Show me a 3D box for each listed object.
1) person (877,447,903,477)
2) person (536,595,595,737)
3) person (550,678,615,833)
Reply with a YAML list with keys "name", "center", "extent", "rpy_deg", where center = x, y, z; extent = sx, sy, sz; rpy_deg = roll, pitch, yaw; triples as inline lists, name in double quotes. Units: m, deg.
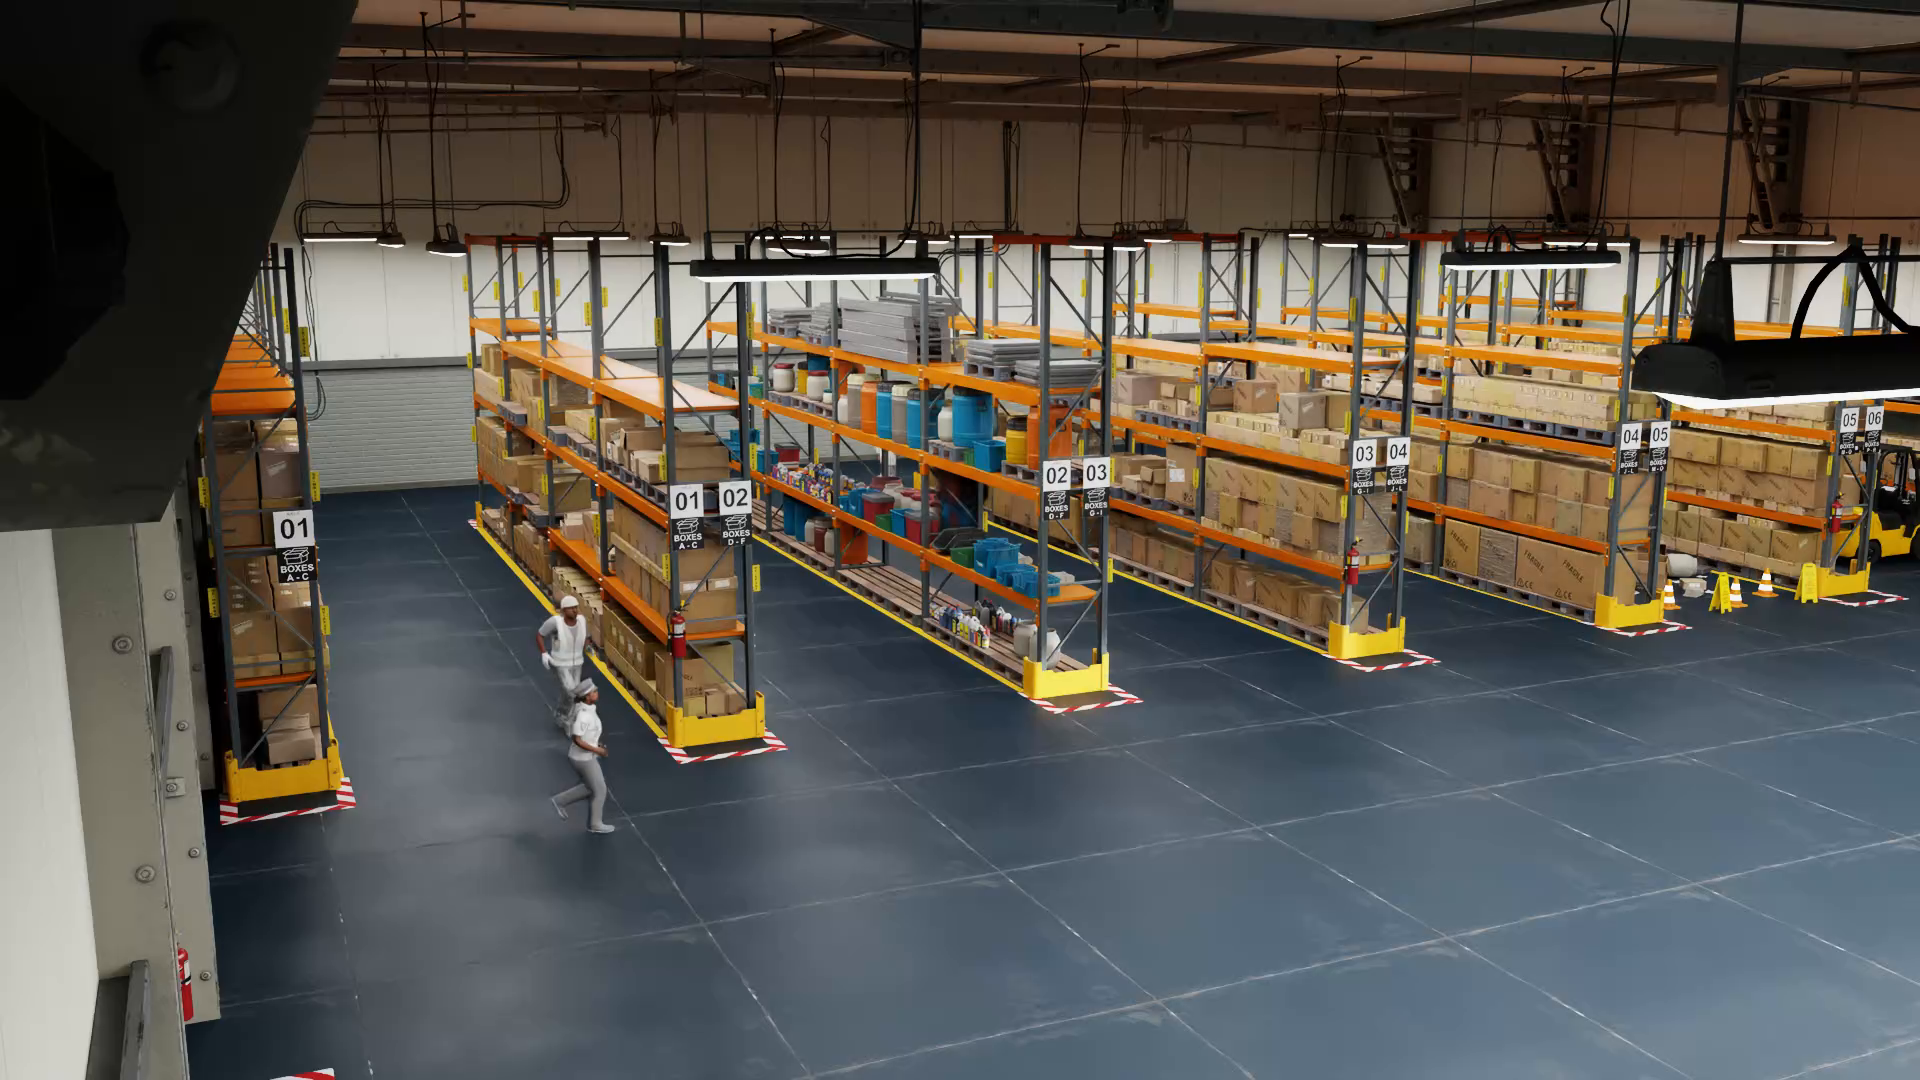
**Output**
- name: "person"
  center: [-1.709, -2.012, 39.017]
  extent: [0.915, 1.725, 0.707]
  rpy_deg: [-8, 14, -36]
- name: "person"
  center: [-4.850, 1.554, 20.566]
  extent: [0.816, 1.793, 0.627]
  rpy_deg: [11, 15, 44]
- name: "person"
  center: [-3.912, 2.254, 17.205]
  extent: [0.610, 1.682, 0.581]
  rpy_deg: [-2, 11, -11]
